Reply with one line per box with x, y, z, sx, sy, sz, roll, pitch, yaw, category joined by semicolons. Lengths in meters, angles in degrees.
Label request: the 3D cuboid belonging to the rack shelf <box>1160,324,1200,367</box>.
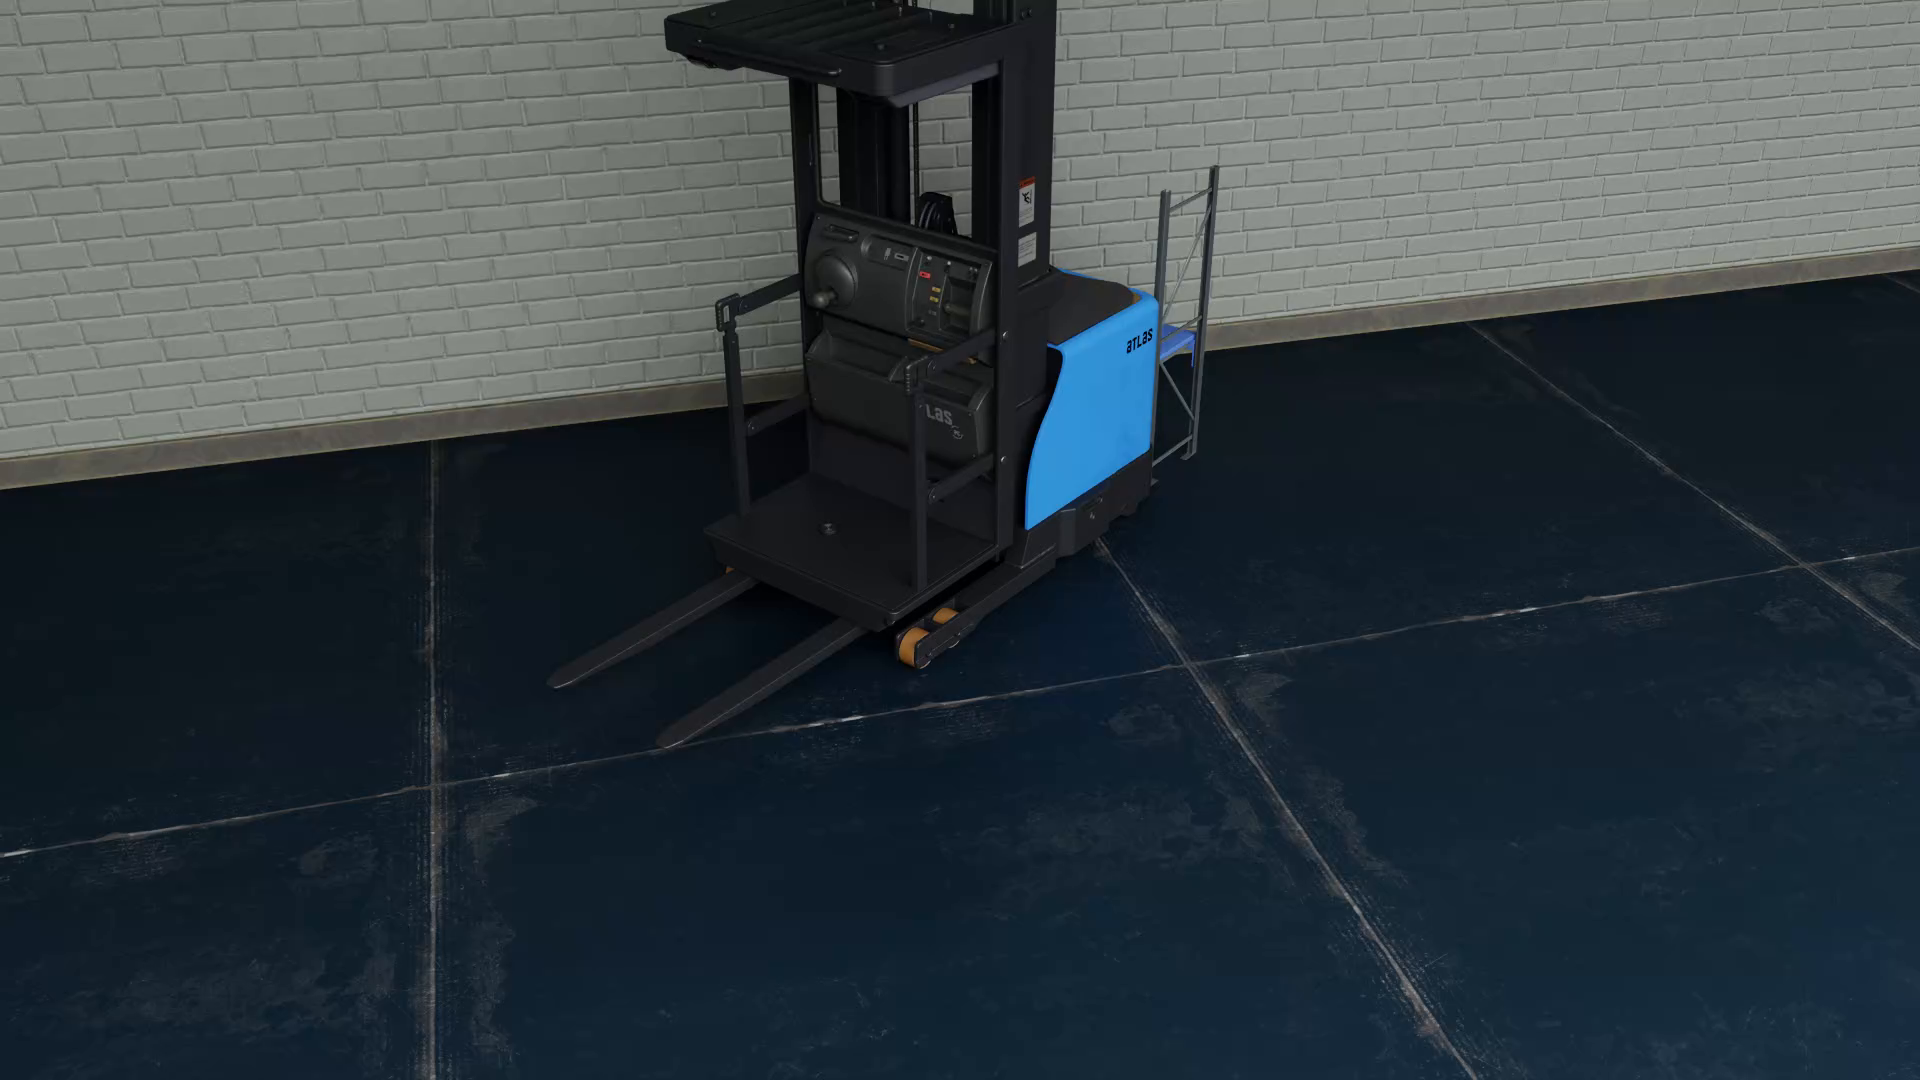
0.643;-0.998;8.333;1.000;0.185;0.538;20;35;31;rack shelf

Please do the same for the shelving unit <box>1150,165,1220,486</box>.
0.643;-1.154;8.243;1.048;1.500;0.538;20;35;31;shelving unit

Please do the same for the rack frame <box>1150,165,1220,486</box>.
1.054;-1.004;7.984;0.032;1.500;0.500;20;35;31;rack frame

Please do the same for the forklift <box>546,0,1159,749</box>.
-0.389;-1.021;6.588;1.130;2.935;3.031;22;36;32;forklift
